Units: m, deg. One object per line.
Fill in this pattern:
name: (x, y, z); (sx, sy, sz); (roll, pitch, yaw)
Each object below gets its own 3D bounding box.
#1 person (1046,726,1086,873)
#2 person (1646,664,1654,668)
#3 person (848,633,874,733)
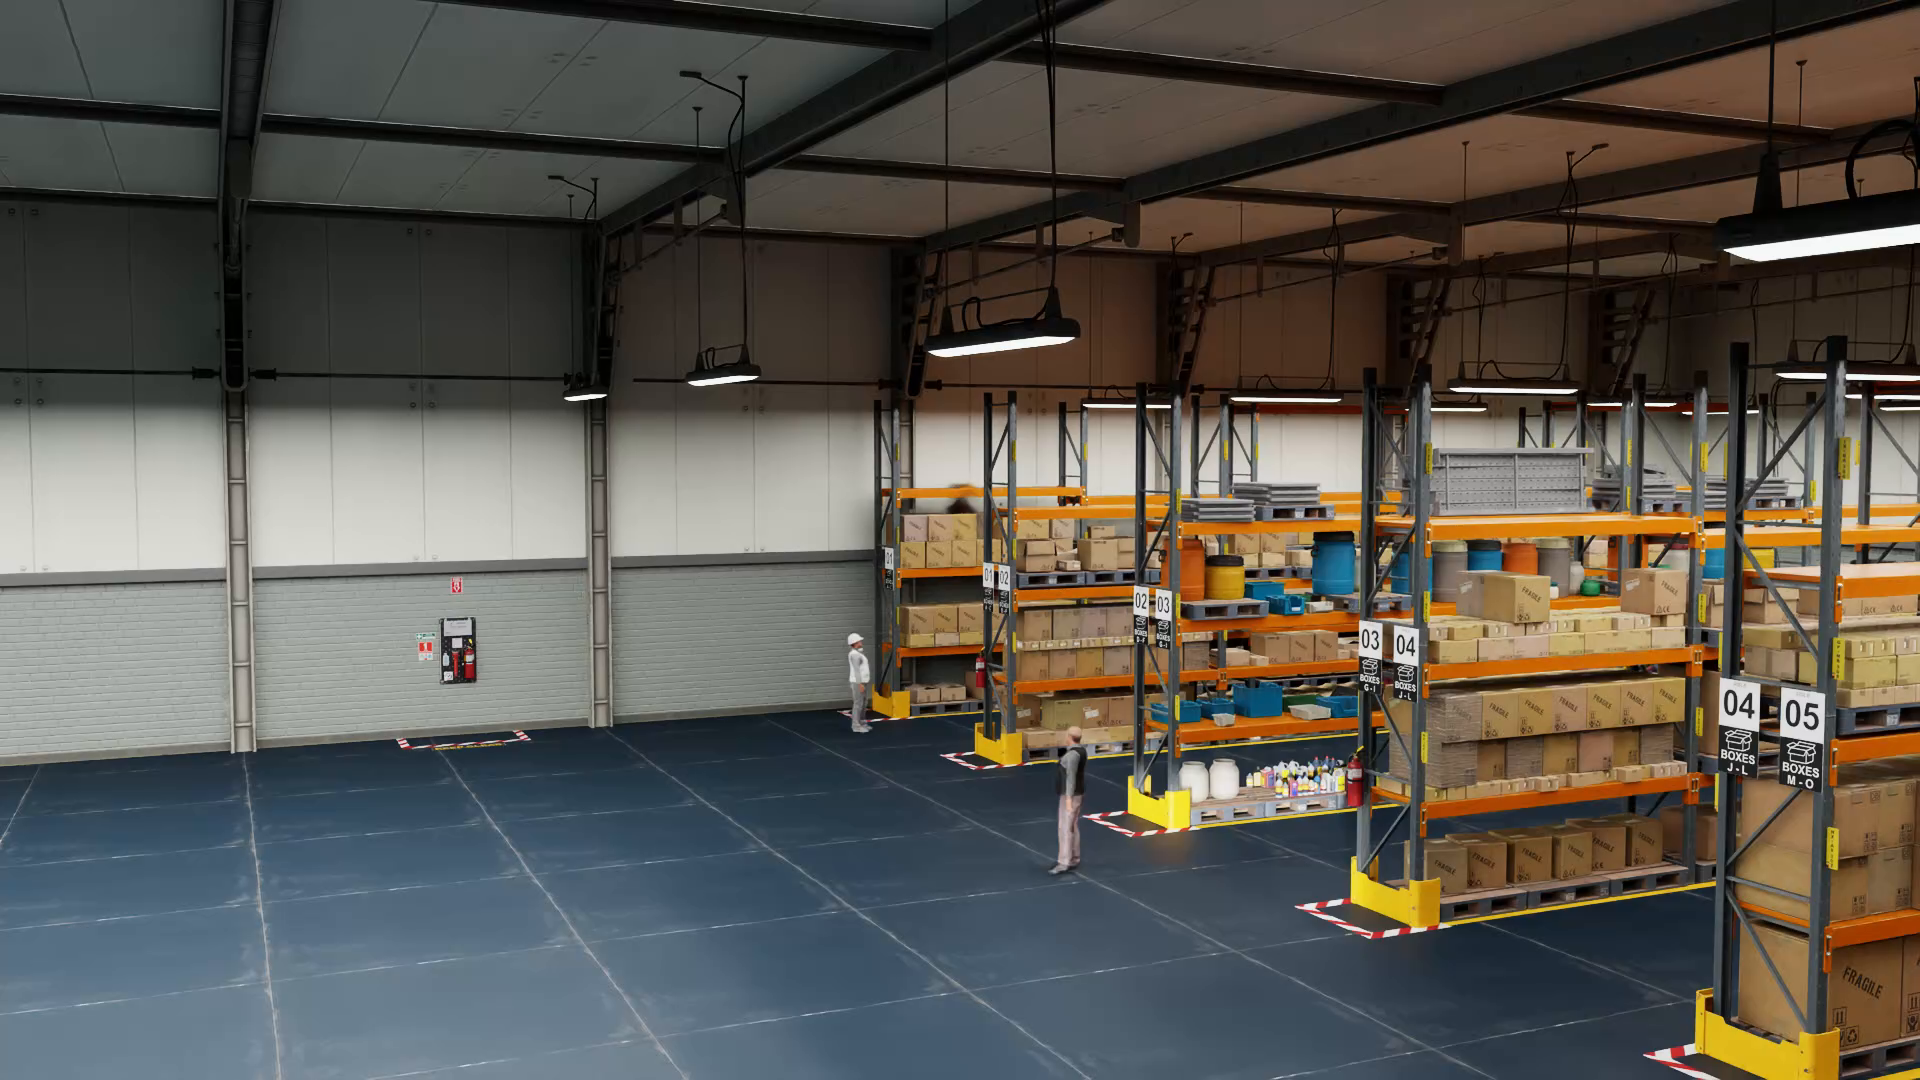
person: (1.291, 3.132, 20.174); (0.454, 1.734, 0.608); (1, 3, 9)
person: (14.810, 2.208, 35.713); (0.623, 1.781, 0.911); (3, 5, 45)
person: (-1.797, 2.562, 29.811); (0.423, 1.795, 0.631); (0, 3, 6)
